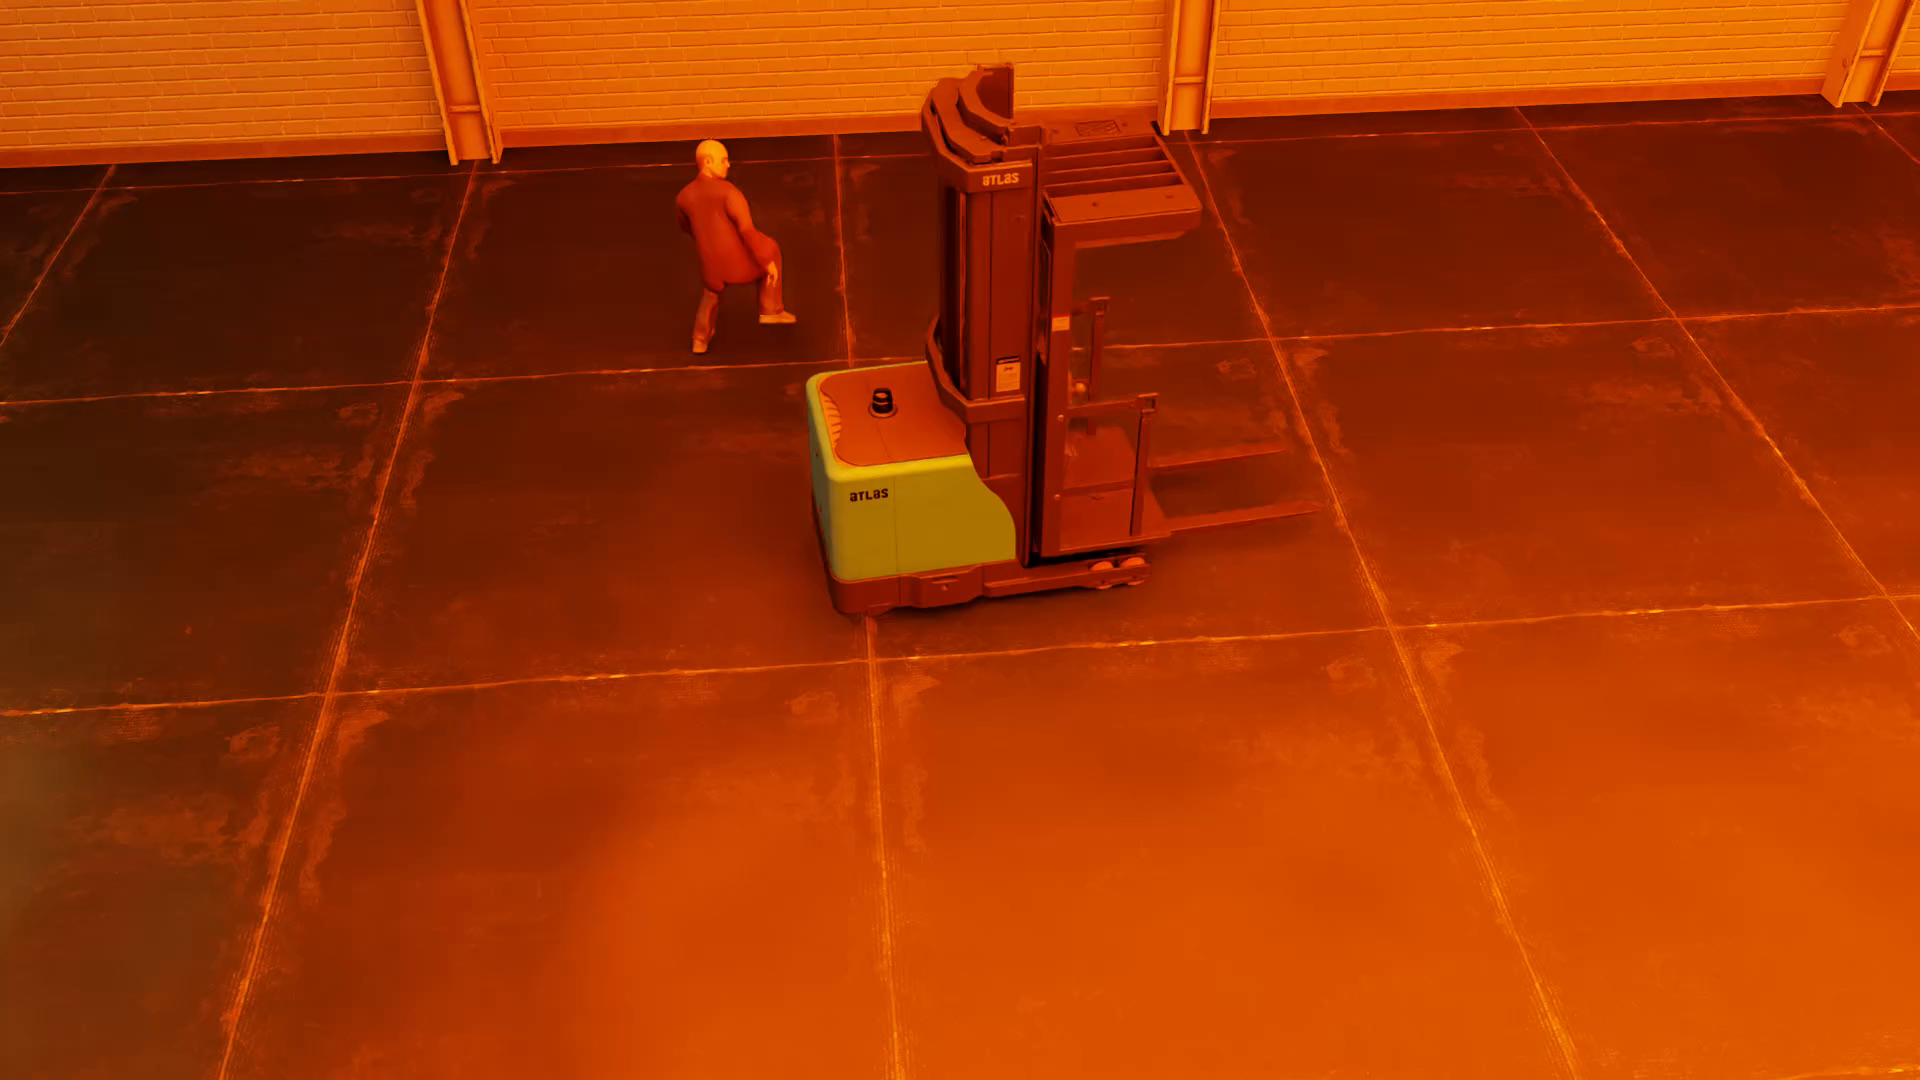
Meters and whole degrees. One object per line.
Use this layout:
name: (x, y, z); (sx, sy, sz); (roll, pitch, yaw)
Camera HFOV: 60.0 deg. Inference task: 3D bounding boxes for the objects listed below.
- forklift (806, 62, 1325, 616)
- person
forklift: (0.661, -1.153, 9.285); (3.031, 2.935, 1.130); (-8, 41, -9)
person: (-1.537, -2.002, 11.387); (0.832, 1.545, 0.705); (11, 42, 13)
